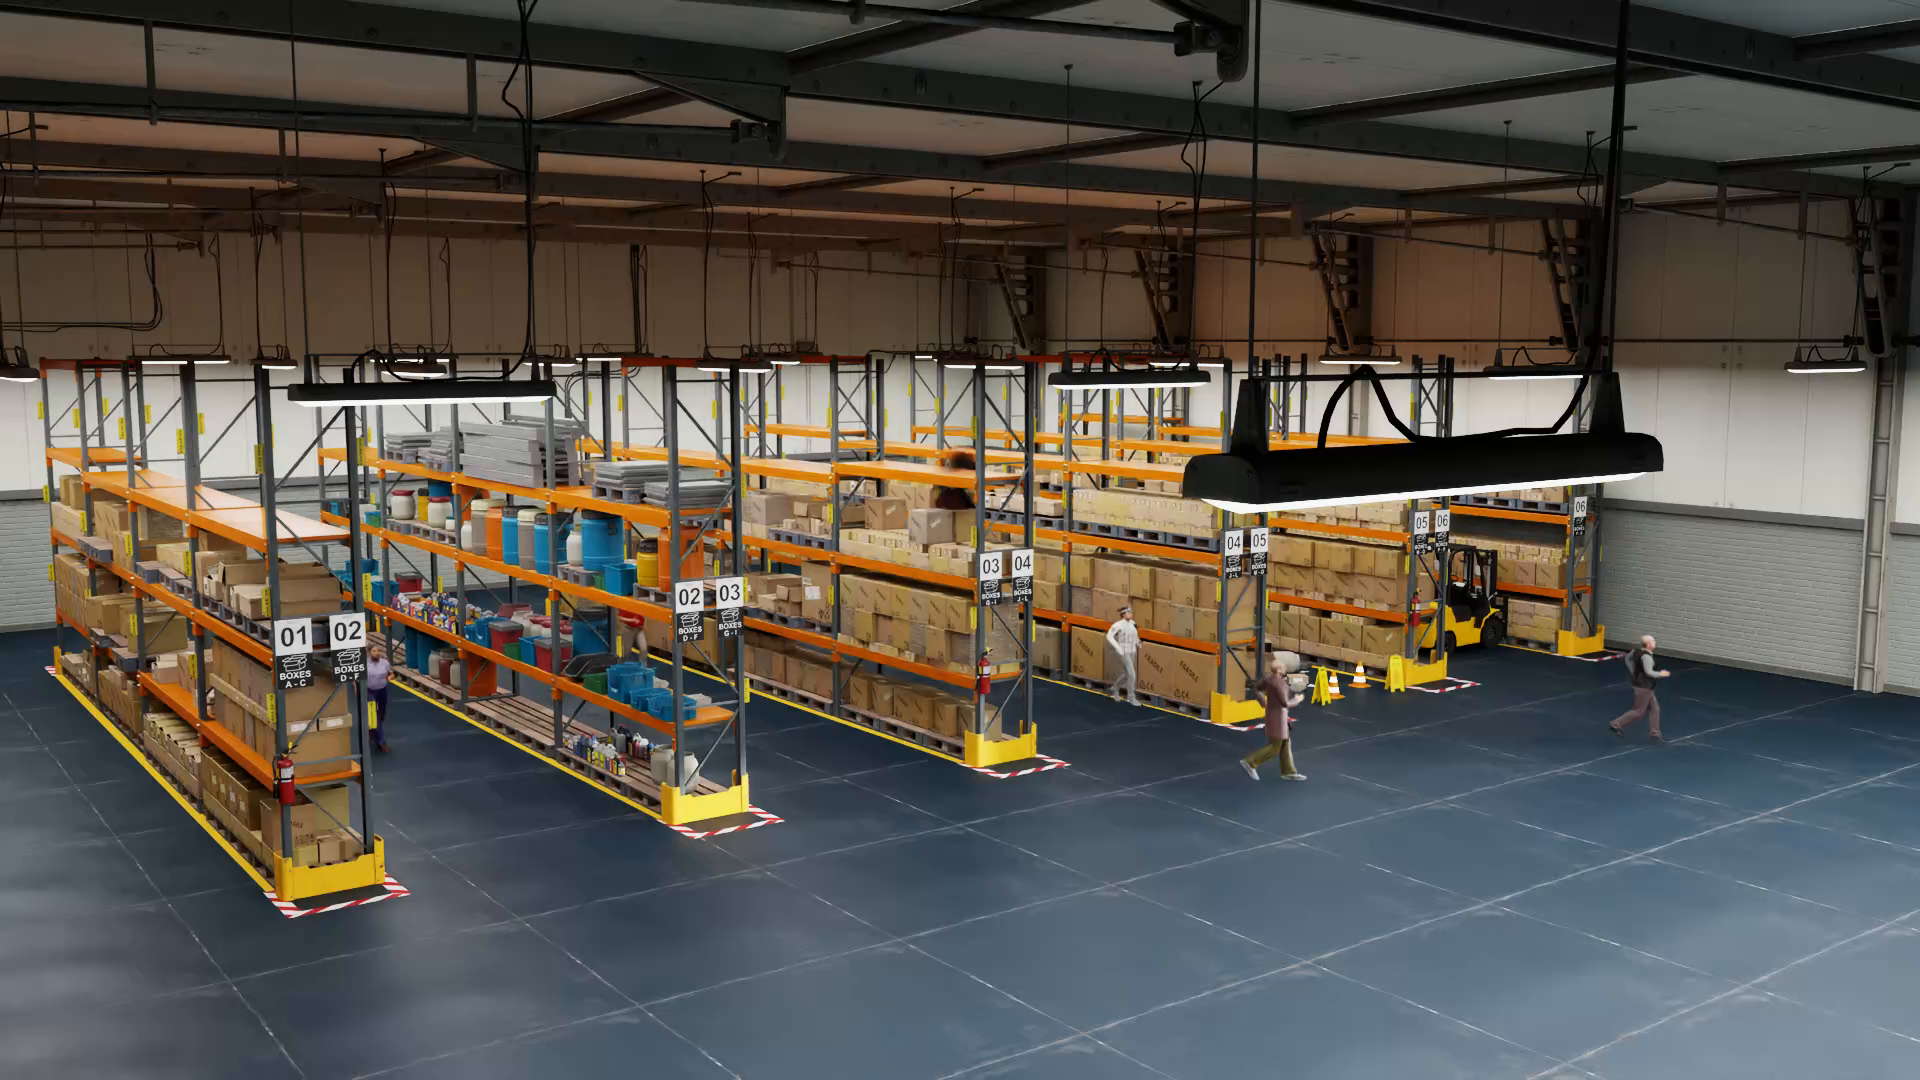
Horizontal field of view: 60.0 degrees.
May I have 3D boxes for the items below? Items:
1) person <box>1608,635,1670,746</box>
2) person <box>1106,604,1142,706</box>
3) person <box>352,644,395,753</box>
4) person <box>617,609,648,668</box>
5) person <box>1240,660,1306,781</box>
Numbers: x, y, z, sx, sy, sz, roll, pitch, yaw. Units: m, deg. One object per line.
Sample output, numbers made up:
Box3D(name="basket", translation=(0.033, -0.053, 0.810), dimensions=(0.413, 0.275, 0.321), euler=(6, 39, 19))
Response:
Box3D(name="person", translation=(10.675, 2.369, 26.087), dimensions=(0.898, 1.784, 0.687), euler=(1, 7, 12))
Box3D(name="person", translation=(2.758, 1.906, 27.814), dimensions=(0.623, 1.711, 0.723), euler=(-7, 9, -43))
Box3D(name="person", translation=(-9.071, 2.413, 25.758), dimensions=(0.936, 1.624, 0.605), euler=(7, 9, 44))
Box3D(name="person", translation=(-6.123, 1.749, 31.069), dimensions=(0.608, 1.767, 0.888), euler=(-5, 9, -37))
Box3D(name="person", translation=(4.489, 2.581, 23.751), dimensions=(1.001, 1.767, 0.713), euler=(-1, 7, -5))
